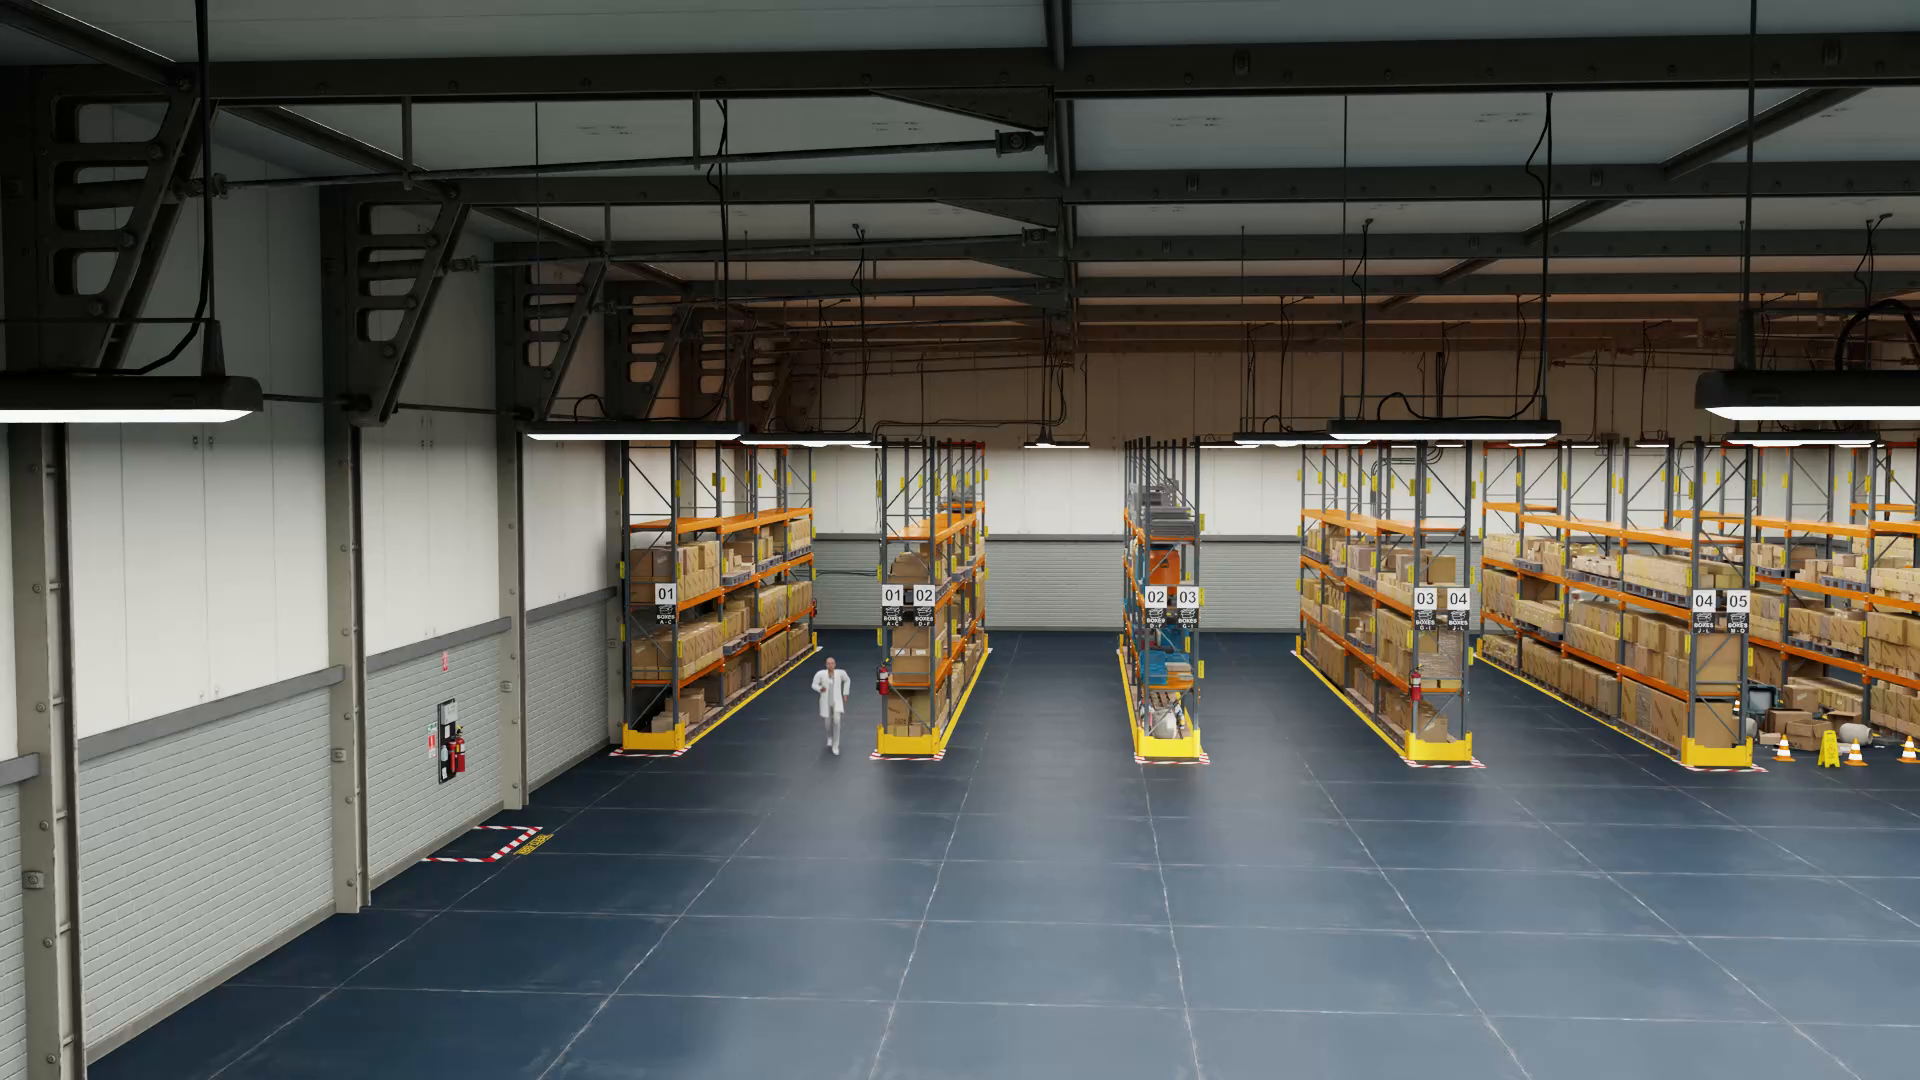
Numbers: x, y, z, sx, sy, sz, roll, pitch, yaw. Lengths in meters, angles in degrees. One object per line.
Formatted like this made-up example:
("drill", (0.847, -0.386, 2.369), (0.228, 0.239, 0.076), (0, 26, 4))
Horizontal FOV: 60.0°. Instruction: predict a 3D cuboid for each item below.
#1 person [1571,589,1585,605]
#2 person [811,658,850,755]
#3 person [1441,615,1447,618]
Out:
("person", (17.630, 2.318, 47.519), (0.757, 1.838, 0.714), (0, 3, 6))
("person", (-2.470, 3.139, 31.793), (0.732, 1.810, 1.001), (0, 3, -2))
("person", (13.087, 2.478, 45.084), (0.647, 1.684, 0.919), (0, 3, 8))
